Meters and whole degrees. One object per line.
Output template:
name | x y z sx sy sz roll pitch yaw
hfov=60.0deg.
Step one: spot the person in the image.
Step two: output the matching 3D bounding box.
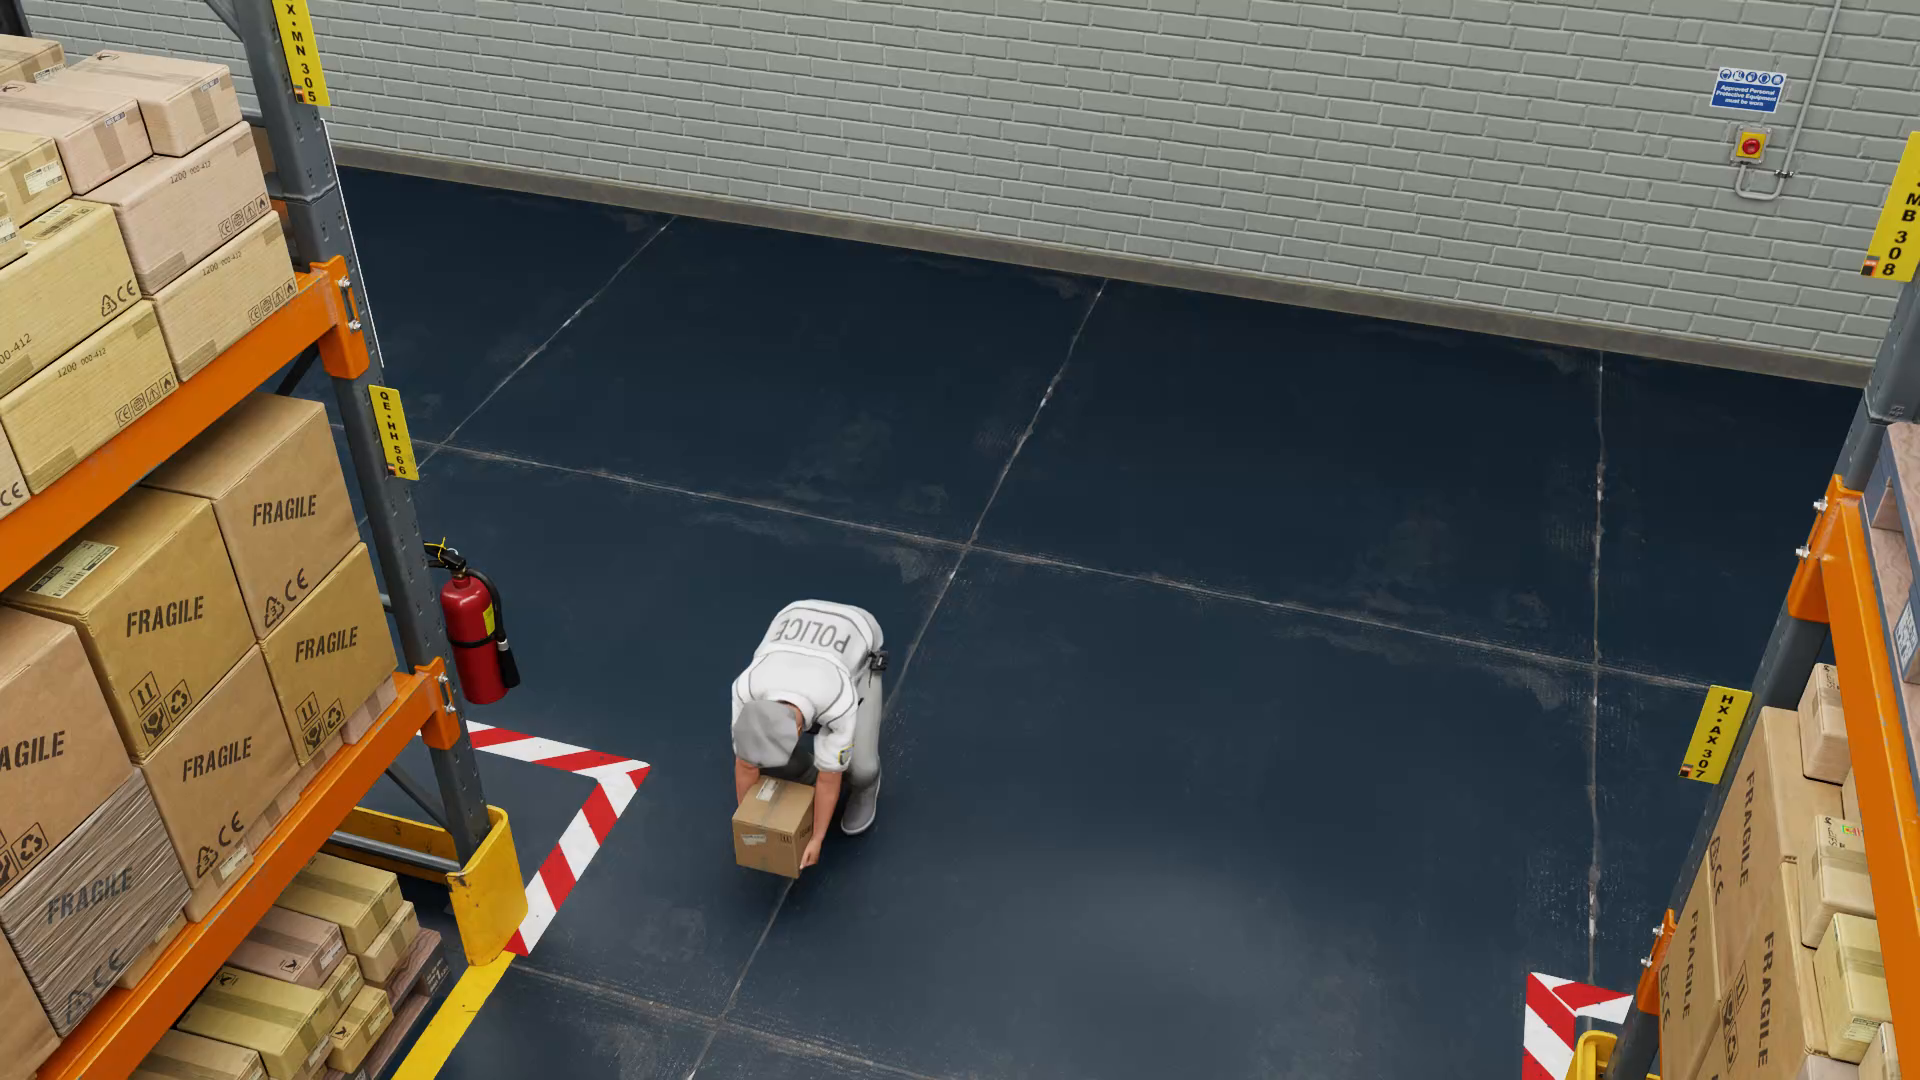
person | -0.587 0.775 6.451 0.535 1.035 1.027 9 38 12
